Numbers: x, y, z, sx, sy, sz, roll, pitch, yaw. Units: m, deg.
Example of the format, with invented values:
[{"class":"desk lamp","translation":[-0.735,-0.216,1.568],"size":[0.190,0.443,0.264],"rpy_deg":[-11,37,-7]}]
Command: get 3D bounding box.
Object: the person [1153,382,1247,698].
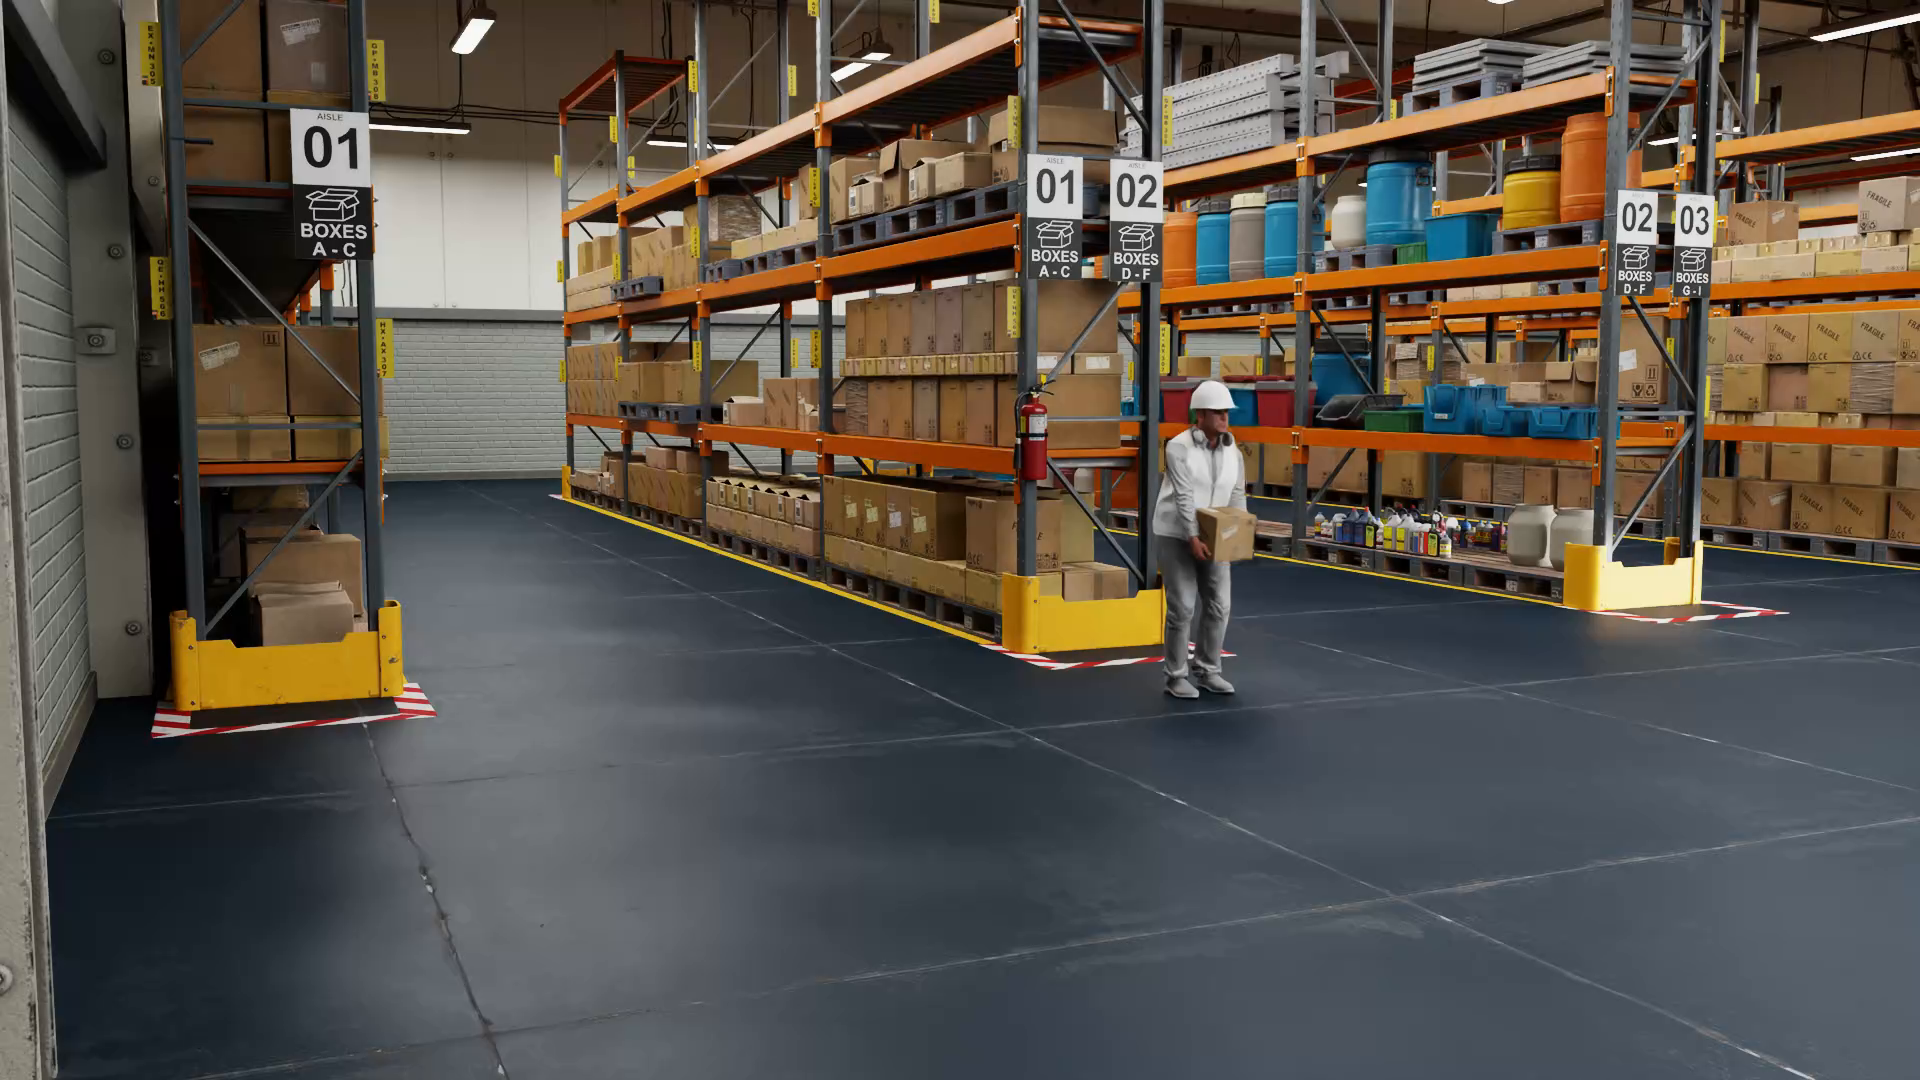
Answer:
[{"class":"person","translation":[1.363,-0.003,9.273],"size":[0.486,1.754,0.582],"rpy_deg":[-2,6,-25]}]
